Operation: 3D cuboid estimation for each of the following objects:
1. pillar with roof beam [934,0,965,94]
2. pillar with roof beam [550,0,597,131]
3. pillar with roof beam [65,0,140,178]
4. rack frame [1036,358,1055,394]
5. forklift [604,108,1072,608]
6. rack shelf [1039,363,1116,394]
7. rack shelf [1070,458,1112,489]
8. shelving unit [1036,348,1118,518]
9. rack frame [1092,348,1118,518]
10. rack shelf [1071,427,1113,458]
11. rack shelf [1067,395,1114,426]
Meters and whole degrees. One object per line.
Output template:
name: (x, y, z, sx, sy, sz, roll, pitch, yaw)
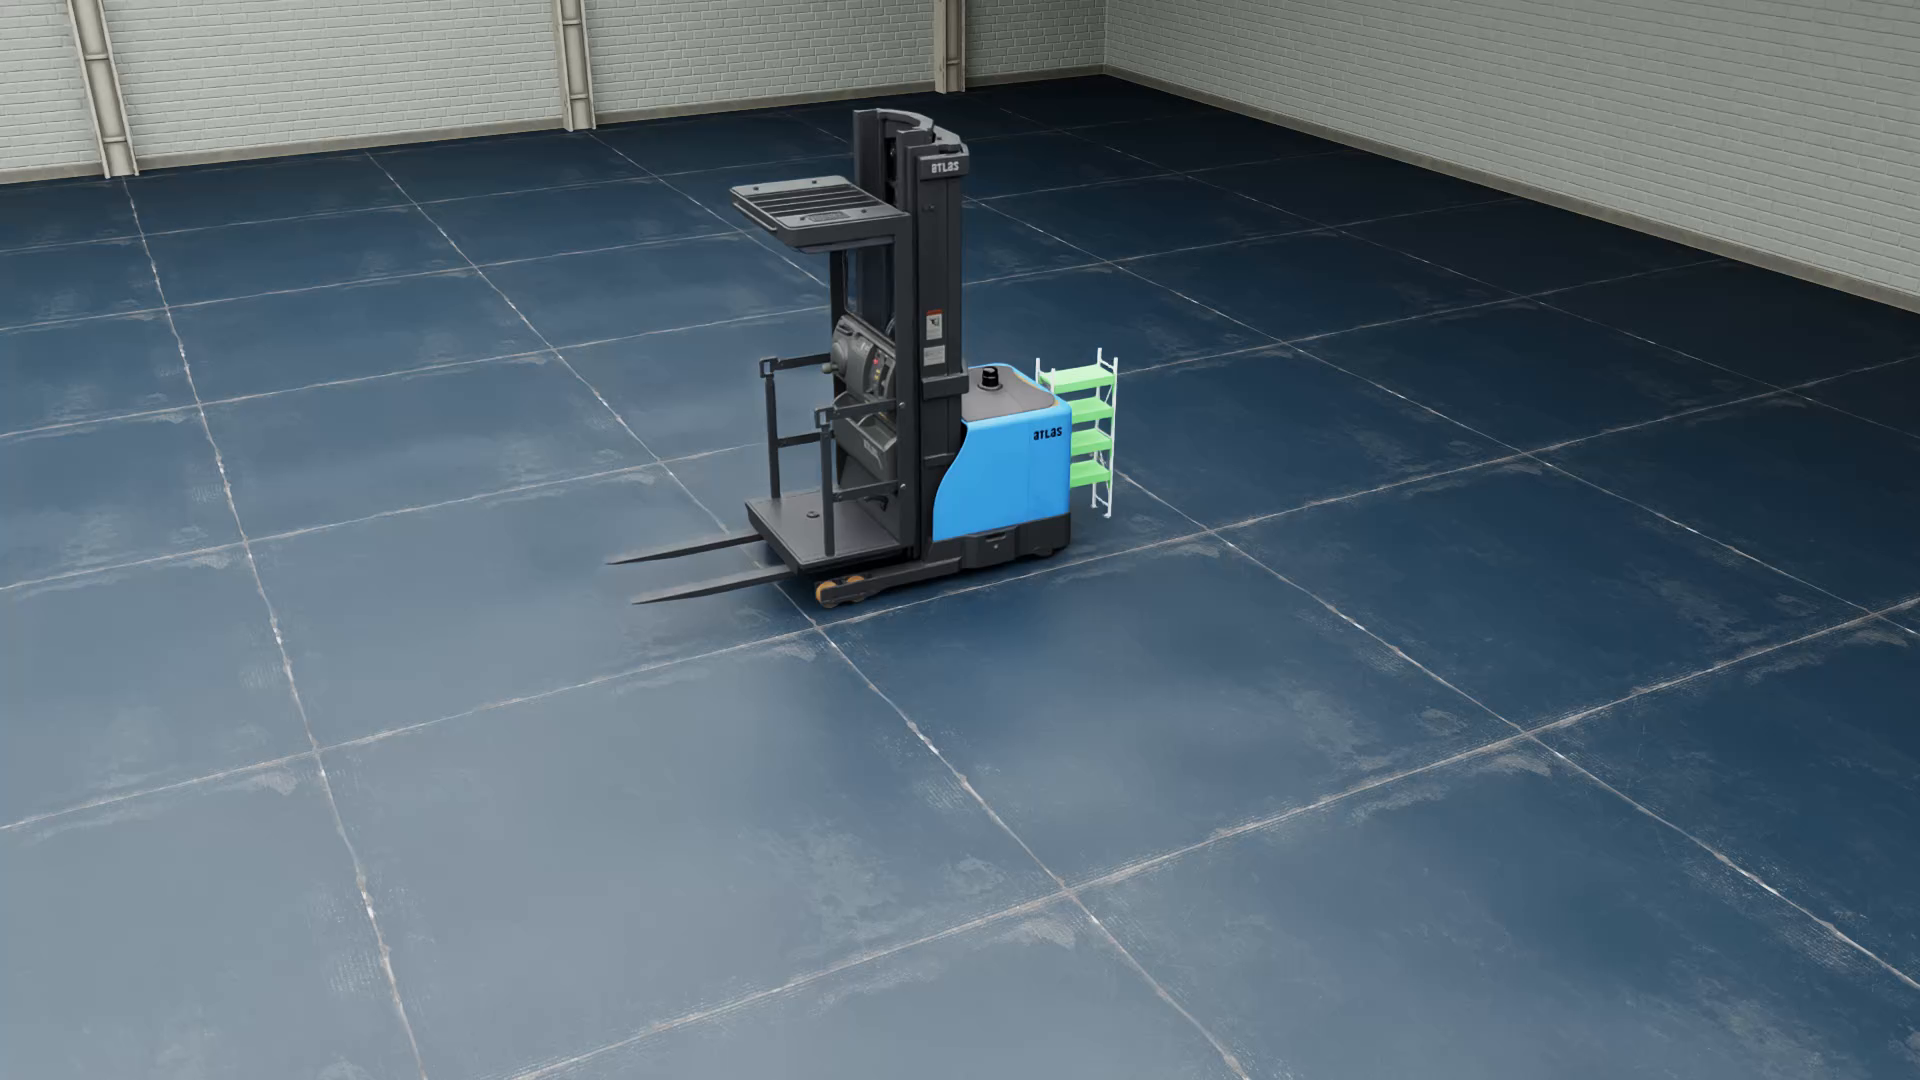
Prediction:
pillar with roof beam: (1.865, -9.548, 21.042, 0.400, 9.000, 9.100, -13, 29, -25)
pillar with roof beam: (-3.429, -8.326, 18.496, 0.400, 9.000, 9.100, -13, 29, -25)
pillar with roof beam: (-8.724, -7.104, 15.951, 0.400, 9.000, 9.100, -13, 29, -25)
rack frame: (0.580, -0.657, 11.534, 0.015, 1.200, 0.240, -12, 28, -23)
forklift: (-0.801, -1.147, 10.554, 3.031, 2.935, 1.130, -12, 28, -23)
rack shelf: (0.800, -1.078, 11.450, 0.480, 0.148, 0.258, -12, 28, -23)
rack shelf: (0.800, -0.429, 11.761, 0.480, 0.148, 0.258, -12, 28, -23)
shelving unit: (0.800, -0.703, 11.630, 0.503, 1.200, 0.258, -12, 28, -23)
rack frame: (1.019, -0.749, 11.726, 0.015, 1.200, 0.240, -12, 28, -23)
rack shelf: (0.800, -0.645, 11.657, 0.480, 0.148, 0.258, -12, 28, -23)
rack shelf: (0.800, -0.862, 11.553, 0.480, 0.148, 0.258, -12, 28, -23)
